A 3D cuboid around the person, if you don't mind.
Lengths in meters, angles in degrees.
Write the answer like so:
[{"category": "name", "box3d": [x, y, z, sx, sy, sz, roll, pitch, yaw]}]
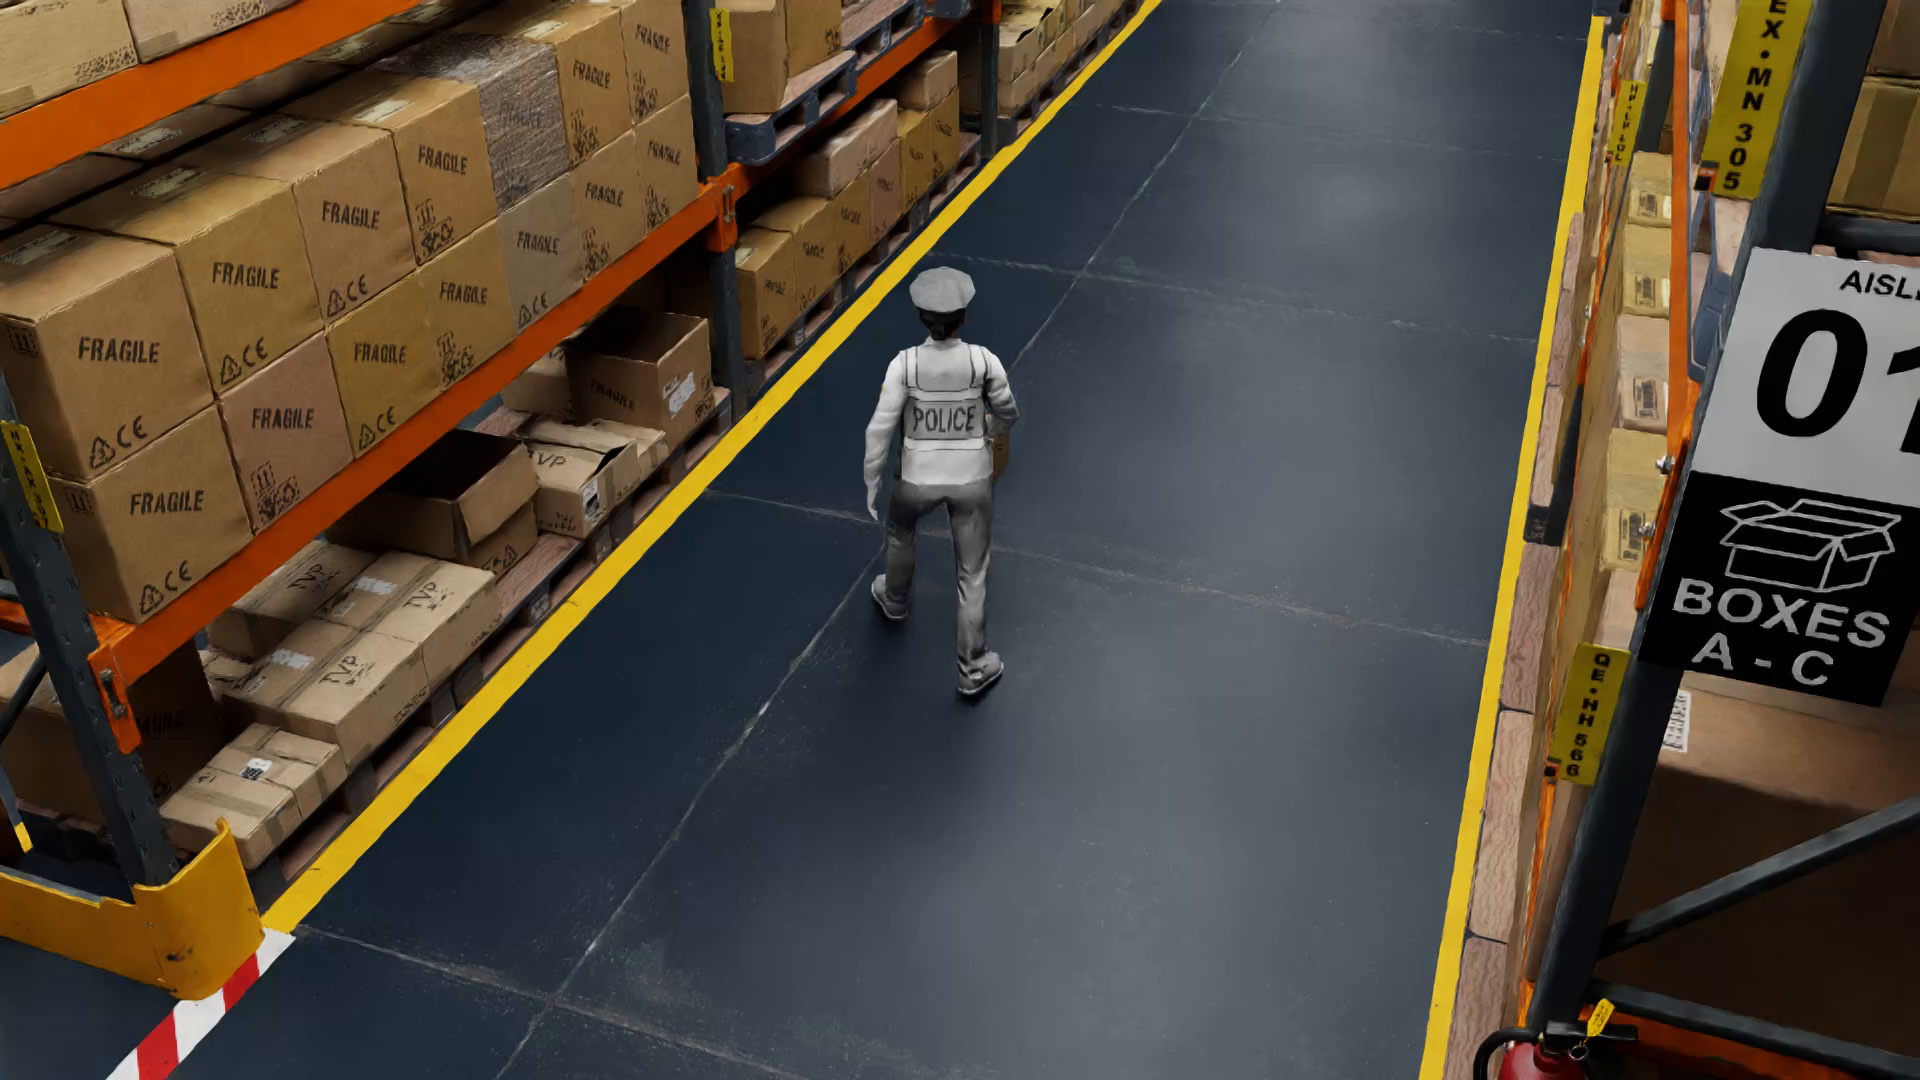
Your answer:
[{"category": "person", "box3d": [-0.069, -0.524, 6.398, 0.596, 0.585, 0.434, 1, 33, 2]}]
